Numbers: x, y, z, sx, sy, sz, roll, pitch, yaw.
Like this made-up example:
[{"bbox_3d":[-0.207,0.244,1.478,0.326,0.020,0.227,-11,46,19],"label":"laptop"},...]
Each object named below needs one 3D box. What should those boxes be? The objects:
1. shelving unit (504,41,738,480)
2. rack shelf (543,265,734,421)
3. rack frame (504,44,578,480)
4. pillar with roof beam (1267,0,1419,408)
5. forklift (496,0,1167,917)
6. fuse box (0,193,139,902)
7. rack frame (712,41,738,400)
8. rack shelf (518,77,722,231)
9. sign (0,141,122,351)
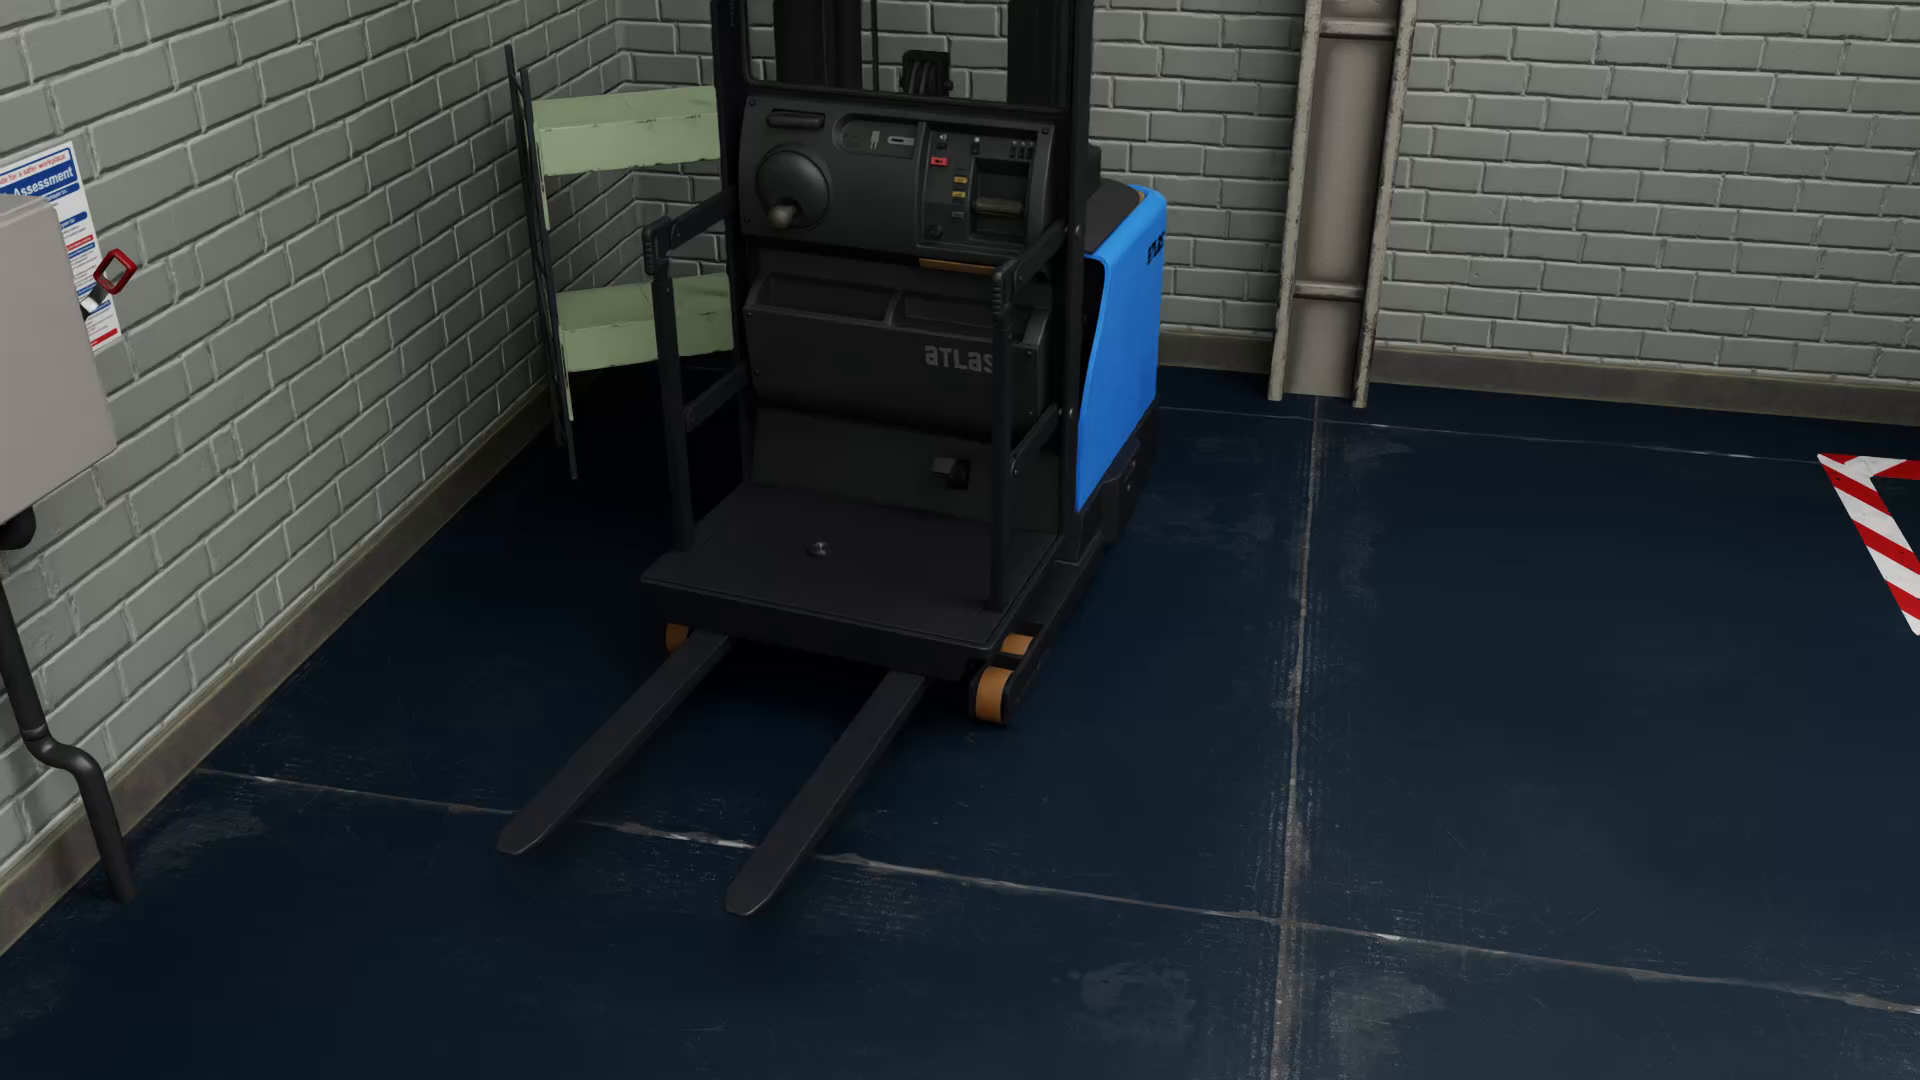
[{"bbox_3d":[-1.155,-1.033,6.076,0.755,1.500,0.431,-10,30,-18],"label":"shelving unit"},{"bbox_3d":[-1.155,-0.747,6.232,0.720,0.370,0.431,-10,30,-18],"label":"rack shelf"},{"bbox_3d":[-1.497,-0.970,5.960,0.023,1.500,0.400,-10,30,-18],"label":"rack frame"},{"bbox_3d":[0.582,-2.551,1.039,0.400,9.000,9.100,6,29,11],"label":"pillar with roof beam"},{"bbox_3d":[-0.262,-0.981,4.490,1.130,2.935,3.031,10,30,18],"label":"forklift"},{"bbox_3d":[-2.042,0.122,3.745,0.414,1.711,0.539,6,29,11],"label":"fuse box"},{"bbox_3d":[-0.814,-1.097,6.191,0.023,1.500,0.400,-10,30,-18],"label":"rack frame"},{"bbox_3d":[-1.155,-1.376,5.888,0.720,0.370,0.431,-10,30,-18],"label":"rack shelf"},{"bbox_3d":[-2.141,-0.654,3.920,0.001,0.494,0.329,6,29,11],"label":"sign"}]
